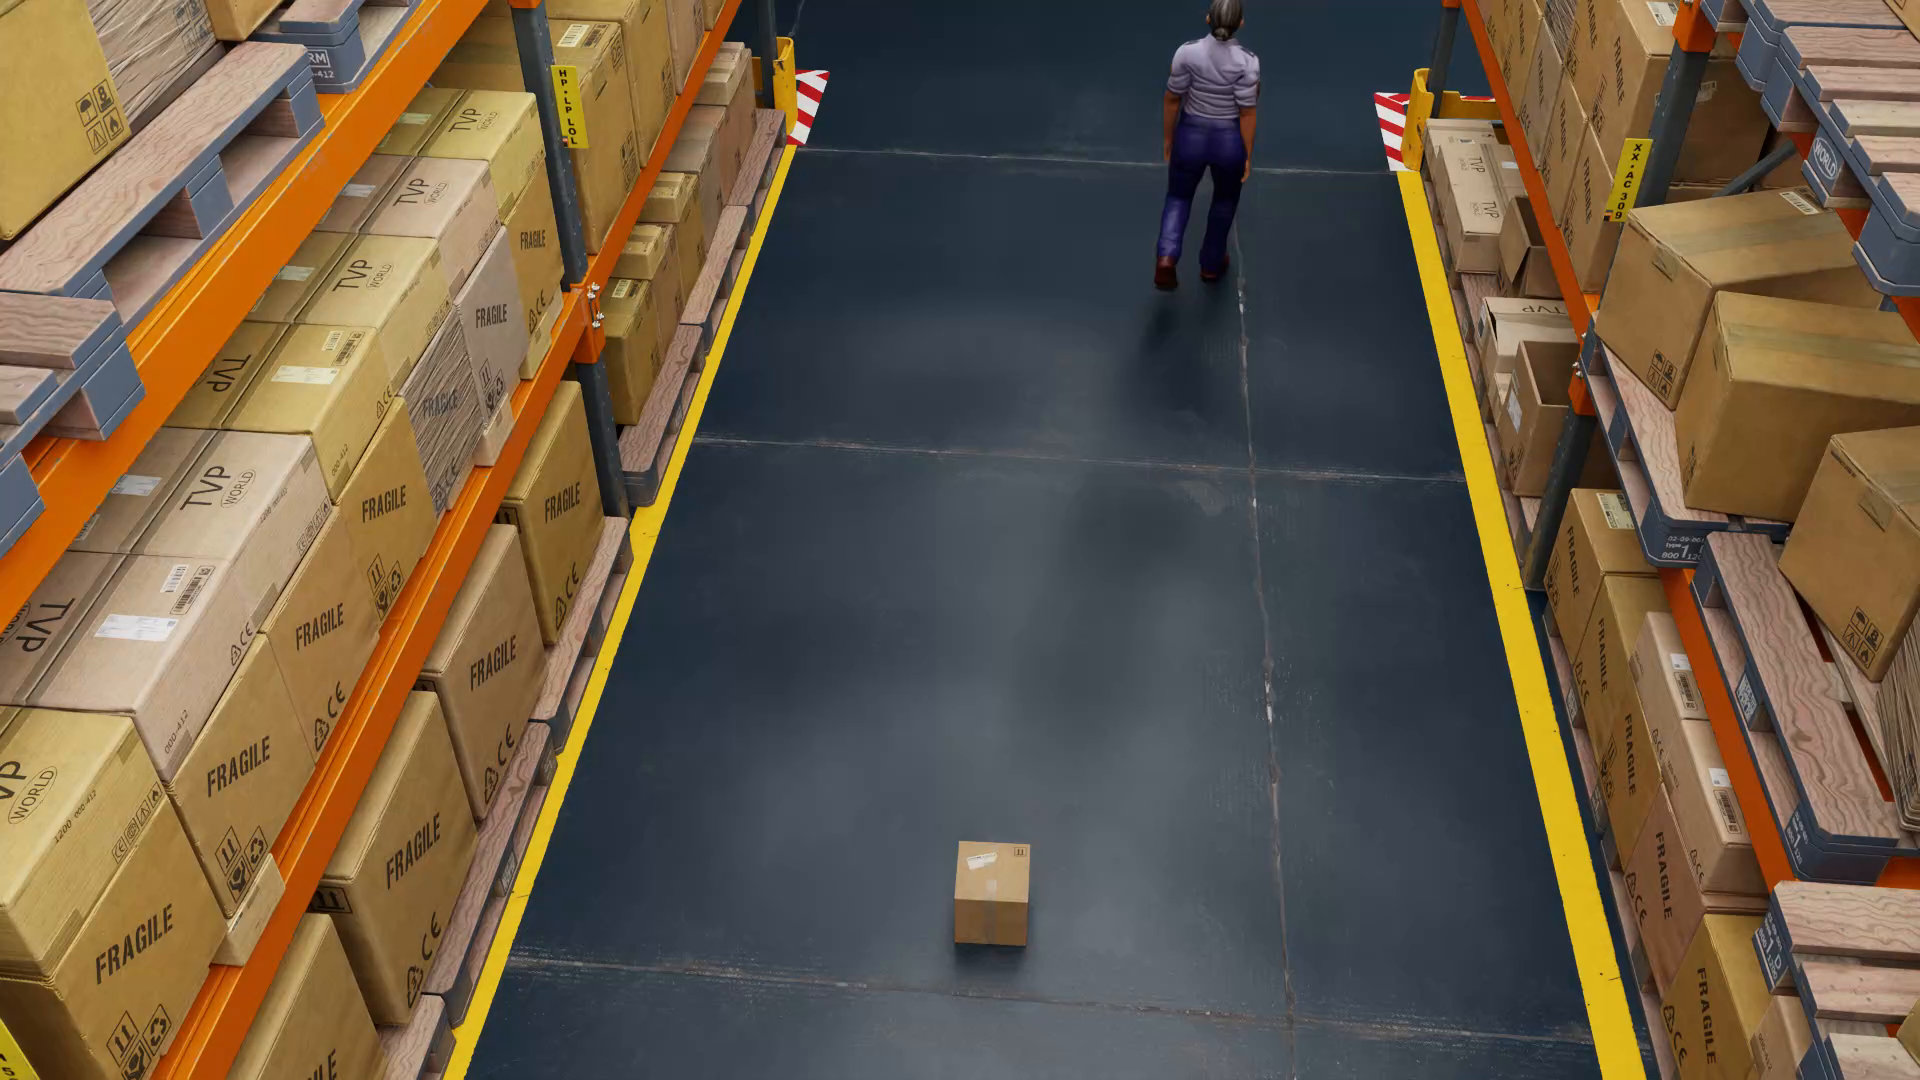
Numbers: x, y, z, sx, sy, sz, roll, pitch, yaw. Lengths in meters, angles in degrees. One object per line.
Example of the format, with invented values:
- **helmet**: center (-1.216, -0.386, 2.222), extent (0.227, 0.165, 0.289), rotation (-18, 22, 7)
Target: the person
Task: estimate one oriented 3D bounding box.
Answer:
- **person**: center (1.263, -2.010, 8.521), extent (0.480, 1.622, 0.713), rotation (12, 42, 14)
